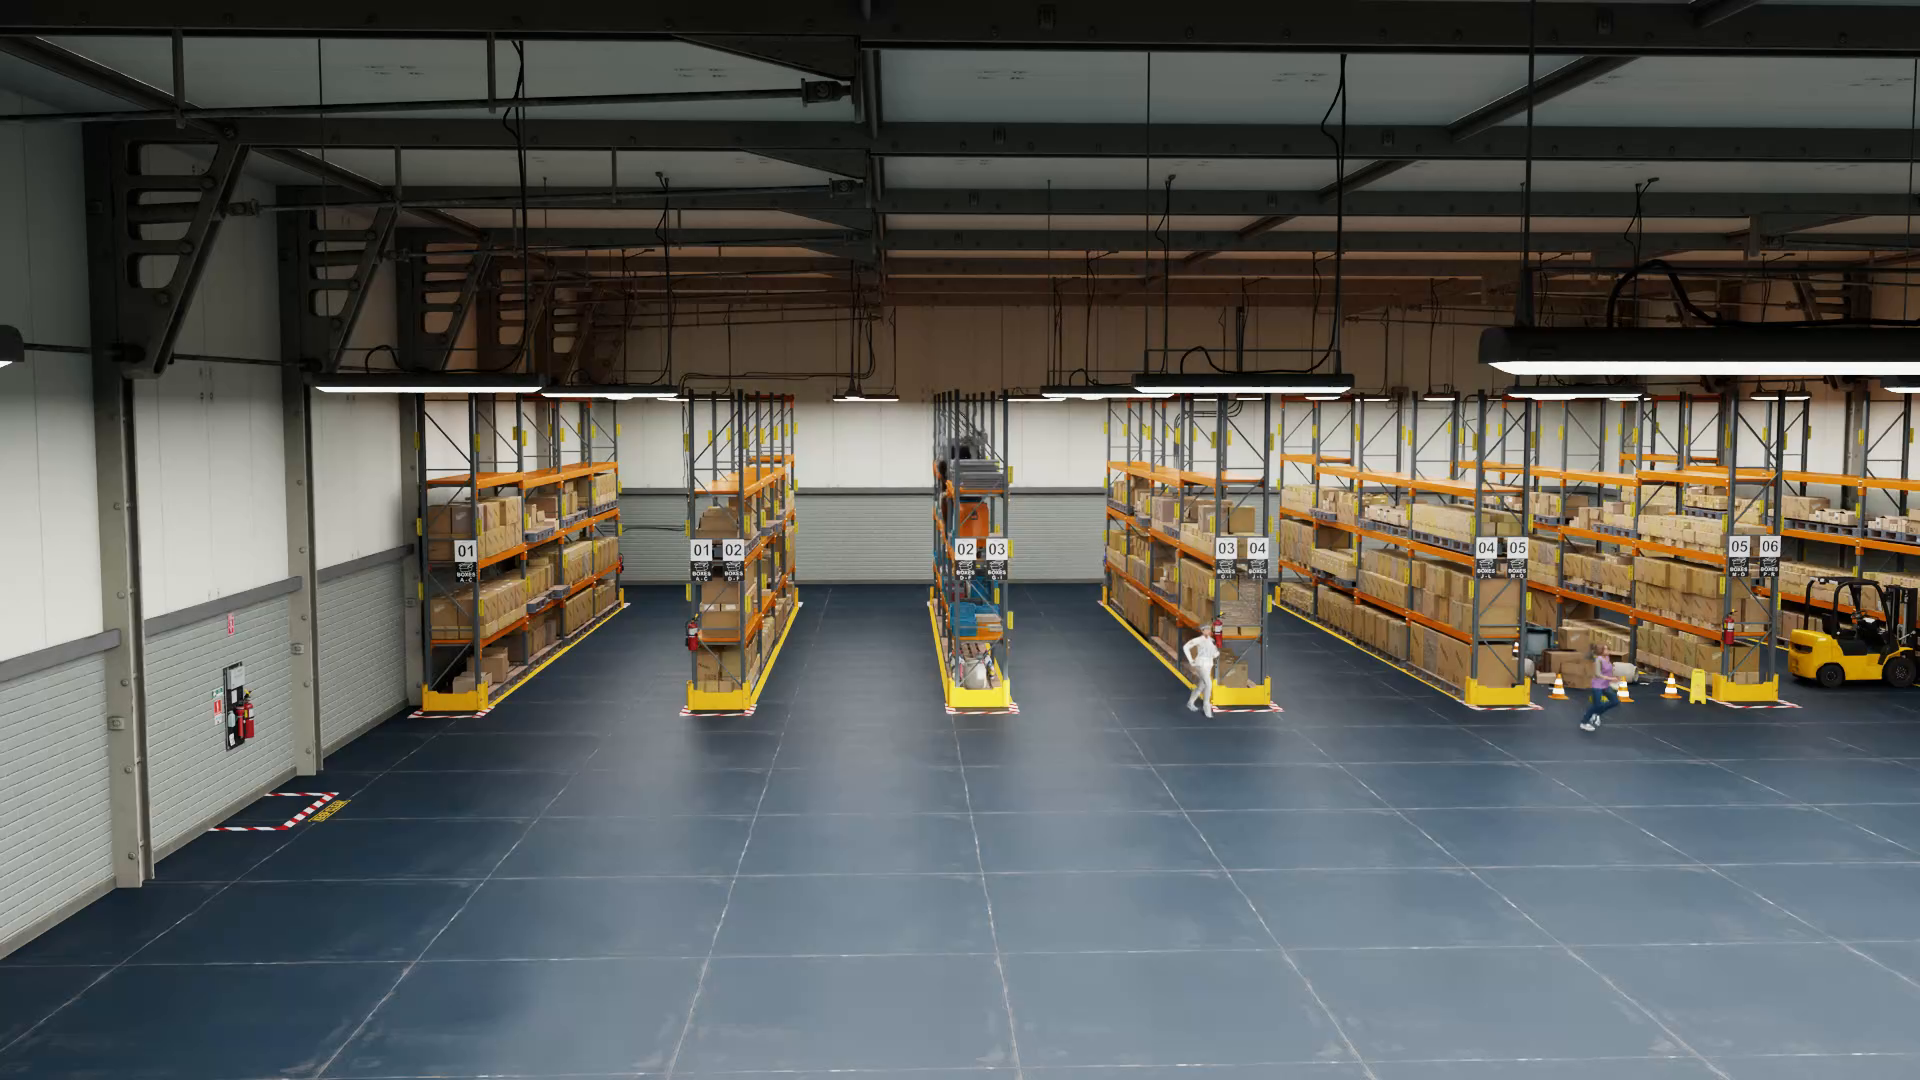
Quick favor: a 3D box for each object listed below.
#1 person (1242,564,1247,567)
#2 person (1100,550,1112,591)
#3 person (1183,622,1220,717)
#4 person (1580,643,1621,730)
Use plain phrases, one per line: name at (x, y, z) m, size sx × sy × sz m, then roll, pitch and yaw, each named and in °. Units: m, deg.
person at (7.903, 1.117, 46.591) m, size 0.632 × 1.629 × 0.500 m, roll 1°, pitch 5°, yaw 12°
person at (4.392, 0.933, 49.051) m, size 0.604 × 1.586 × 0.621 m, roll 2°, pitch 5°, yaw 22°
person at (4.510, 2.384, 30.777) m, size 0.689 × 1.757 × 0.633 m, roll 5°, pitch 6°, yaw 44°
person at (11.234, 2.569, 29.070) m, size 0.561 × 1.554 × 0.720 m, roll -4°, pitch 6°, yaw -38°
